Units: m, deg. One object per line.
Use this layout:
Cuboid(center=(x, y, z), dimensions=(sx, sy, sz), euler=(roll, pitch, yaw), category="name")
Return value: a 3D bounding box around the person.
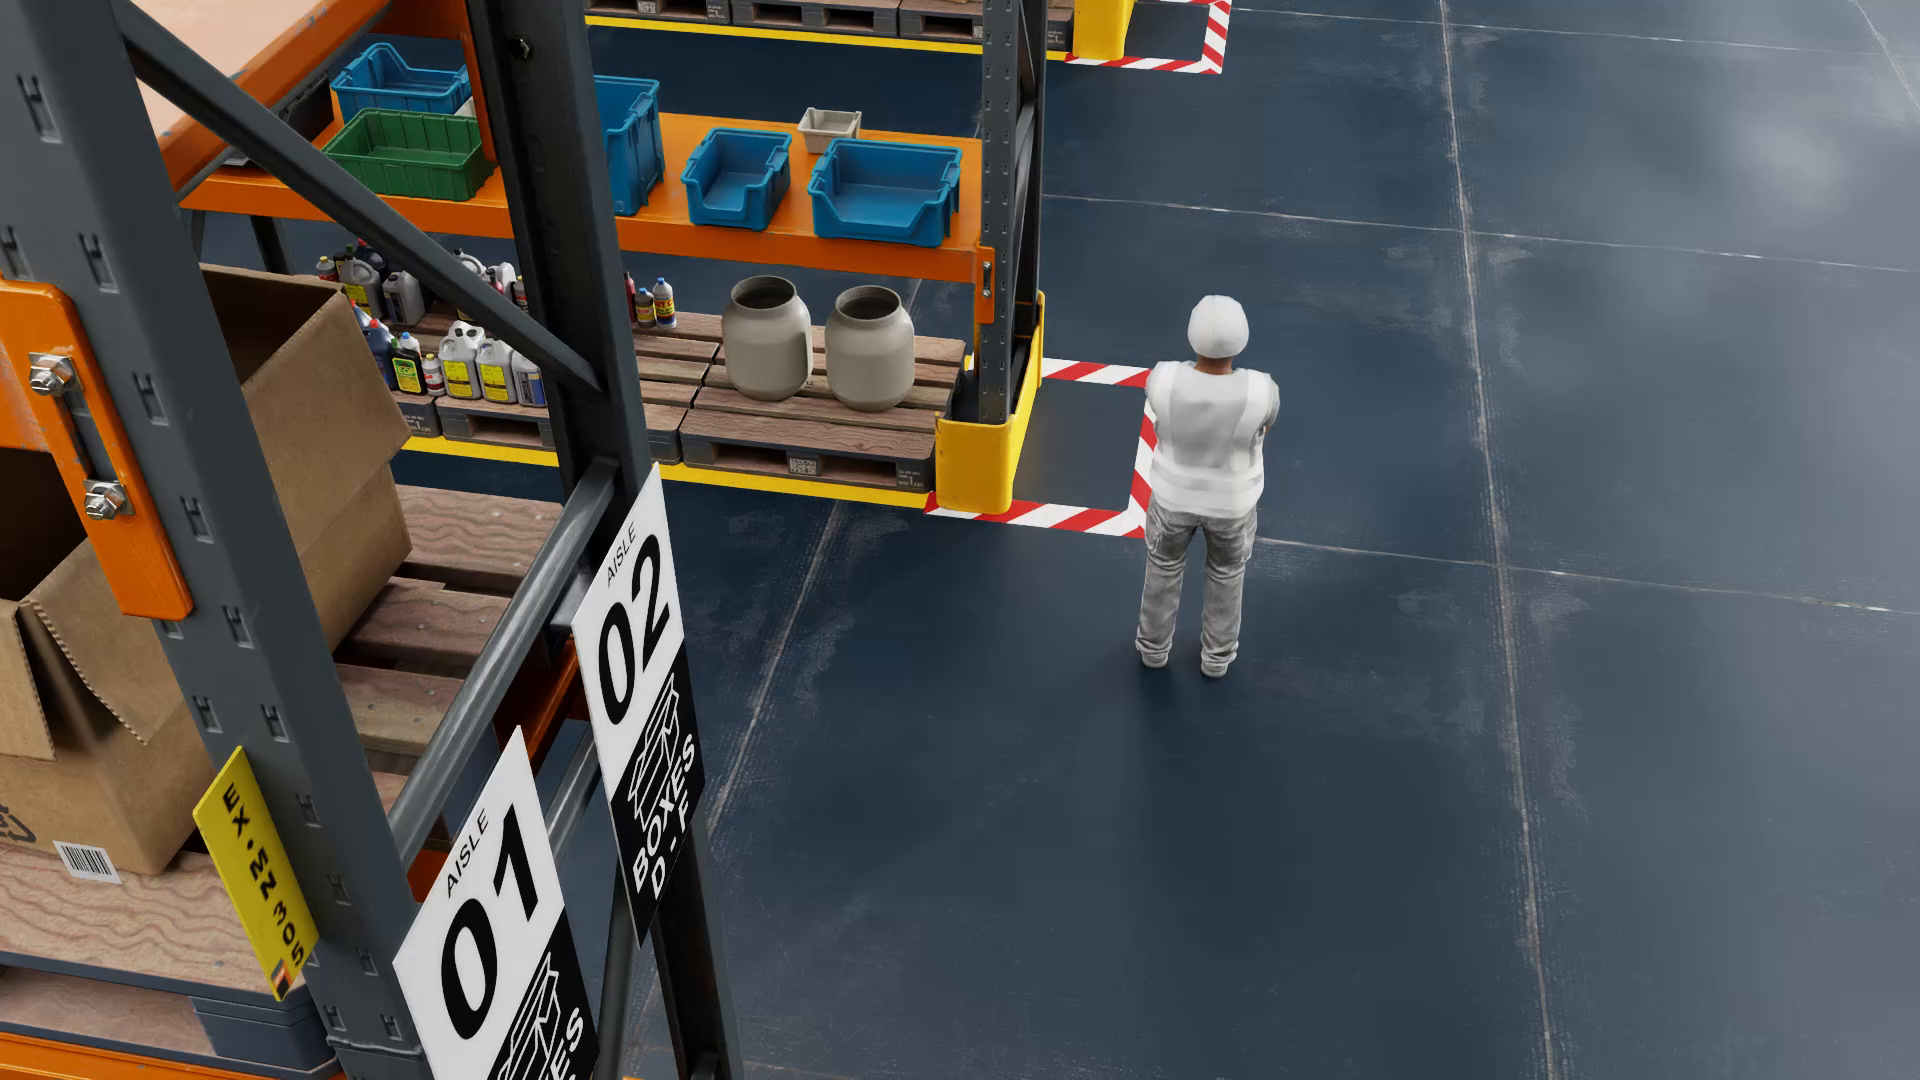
Cuboid(center=(0.947, -0.252, 6.445), dimensions=(0.487, 1.778, 0.584), euler=(8, 41, 9), category="person")
